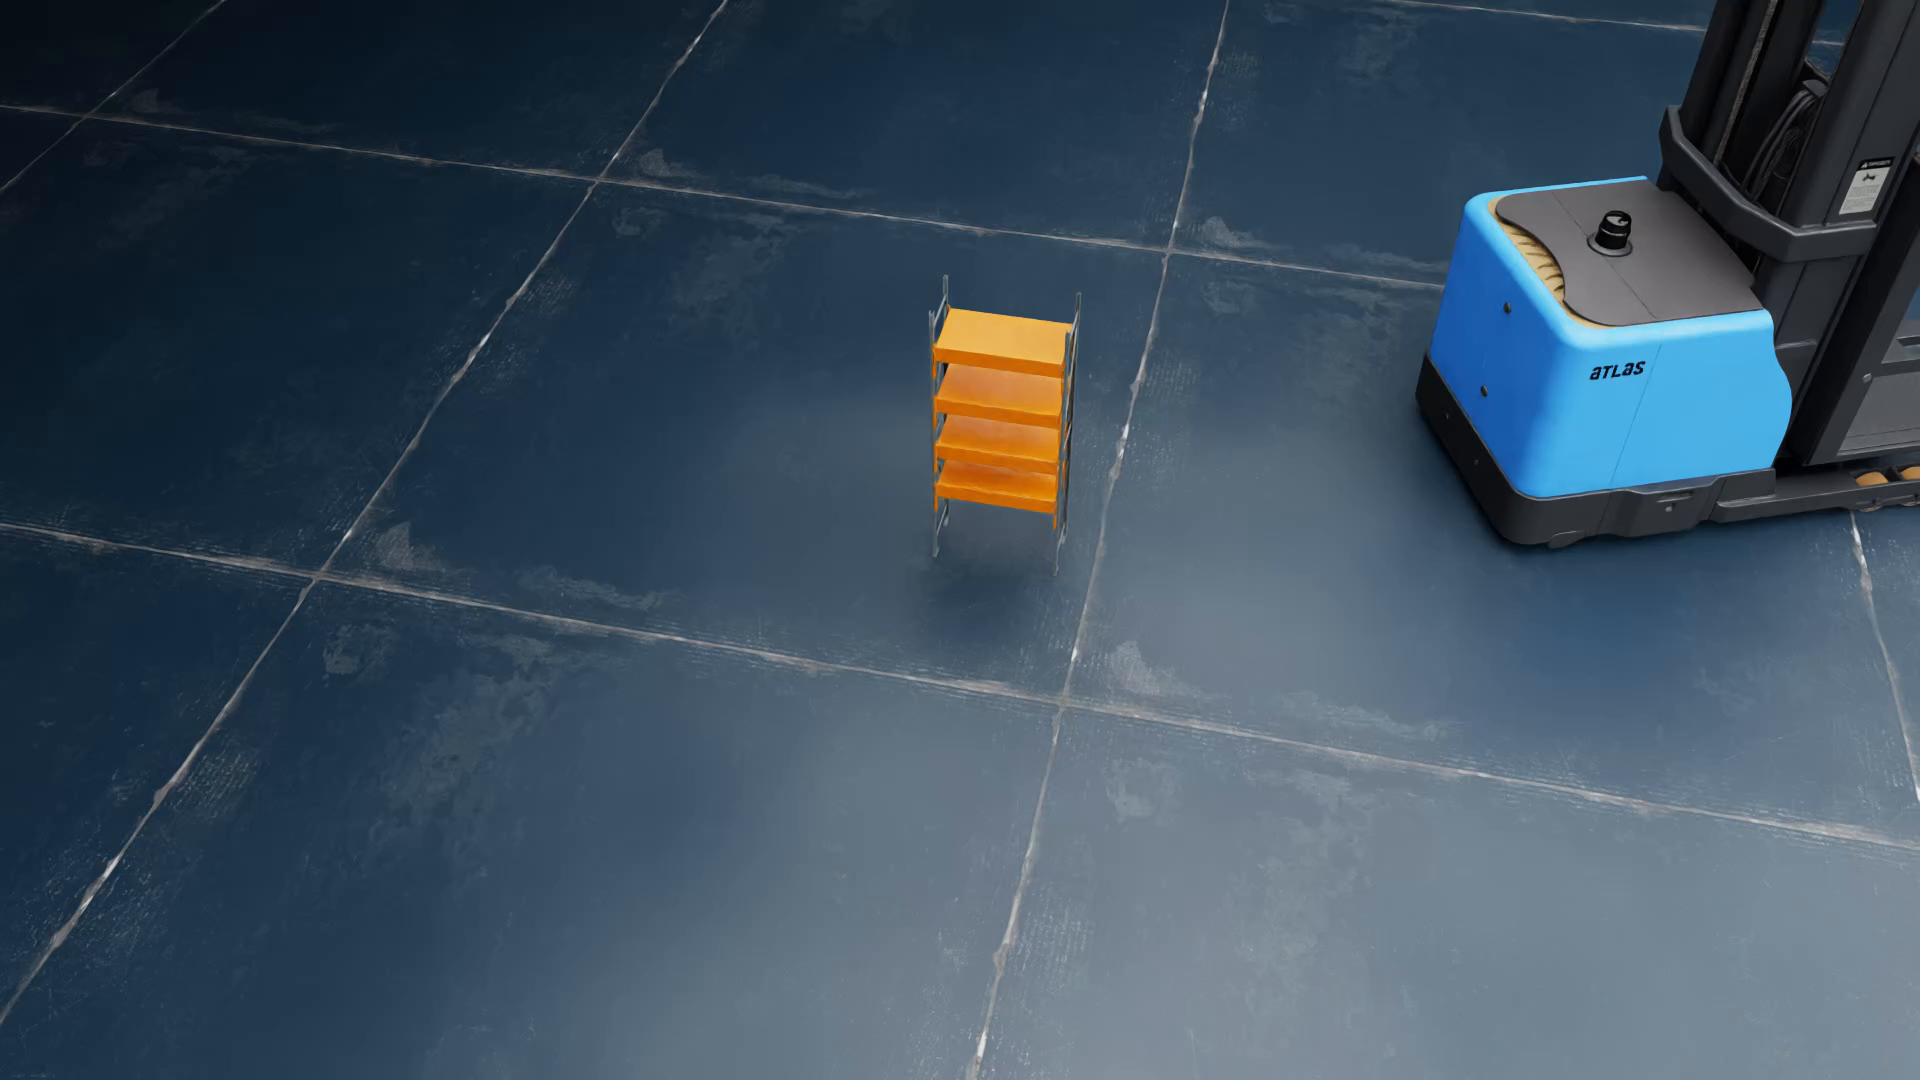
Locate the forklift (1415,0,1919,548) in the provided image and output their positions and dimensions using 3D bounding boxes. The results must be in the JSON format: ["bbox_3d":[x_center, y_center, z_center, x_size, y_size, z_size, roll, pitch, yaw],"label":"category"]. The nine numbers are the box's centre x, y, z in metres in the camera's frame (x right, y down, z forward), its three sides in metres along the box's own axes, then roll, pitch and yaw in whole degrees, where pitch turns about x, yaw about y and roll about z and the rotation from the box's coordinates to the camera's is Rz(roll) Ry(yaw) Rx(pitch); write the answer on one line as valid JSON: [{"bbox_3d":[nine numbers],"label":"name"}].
[{"bbox_3d":[3.566,-1.527,6.223,3.031,2.935,1.130,-8,44,-8],"label":"forklift"}]

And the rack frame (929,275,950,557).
[{"bbox_3d":[-0.077,-0.444,6.346,0.015,1.200,0.240,9,45,9],"label":"rack frame"}]

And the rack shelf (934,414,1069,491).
[{"bbox_3d":[0.162,-0.359,6.355,0.480,0.148,0.258,9,45,9],"label":"rack shelf"}]

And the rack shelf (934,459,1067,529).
[{"bbox_3d":[0.162,-0.216,6.492,0.480,0.148,0.258,9,45,9],"label":"rack shelf"}]

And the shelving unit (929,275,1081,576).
[{"bbox_3d":[0.162,-0.407,6.308,0.503,1.200,0.258,9,45,9],"label":"shelving unit"}]

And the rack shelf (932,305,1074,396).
[{"bbox_3d":[0.162,-0.690,6.035,0.480,0.148,0.258,9,45,9],"label":"rack shelf"}]

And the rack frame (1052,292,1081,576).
[{"bbox_3d":[0.400,-0.370,6.269,0.015,1.200,0.240,9,45,9],"label":"rack frame"}]

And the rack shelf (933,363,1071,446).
[{"bbox_3d":[0.162,-0.520,6.199,0.480,0.148,0.258,9,45,9],"label":"rack shelf"}]
